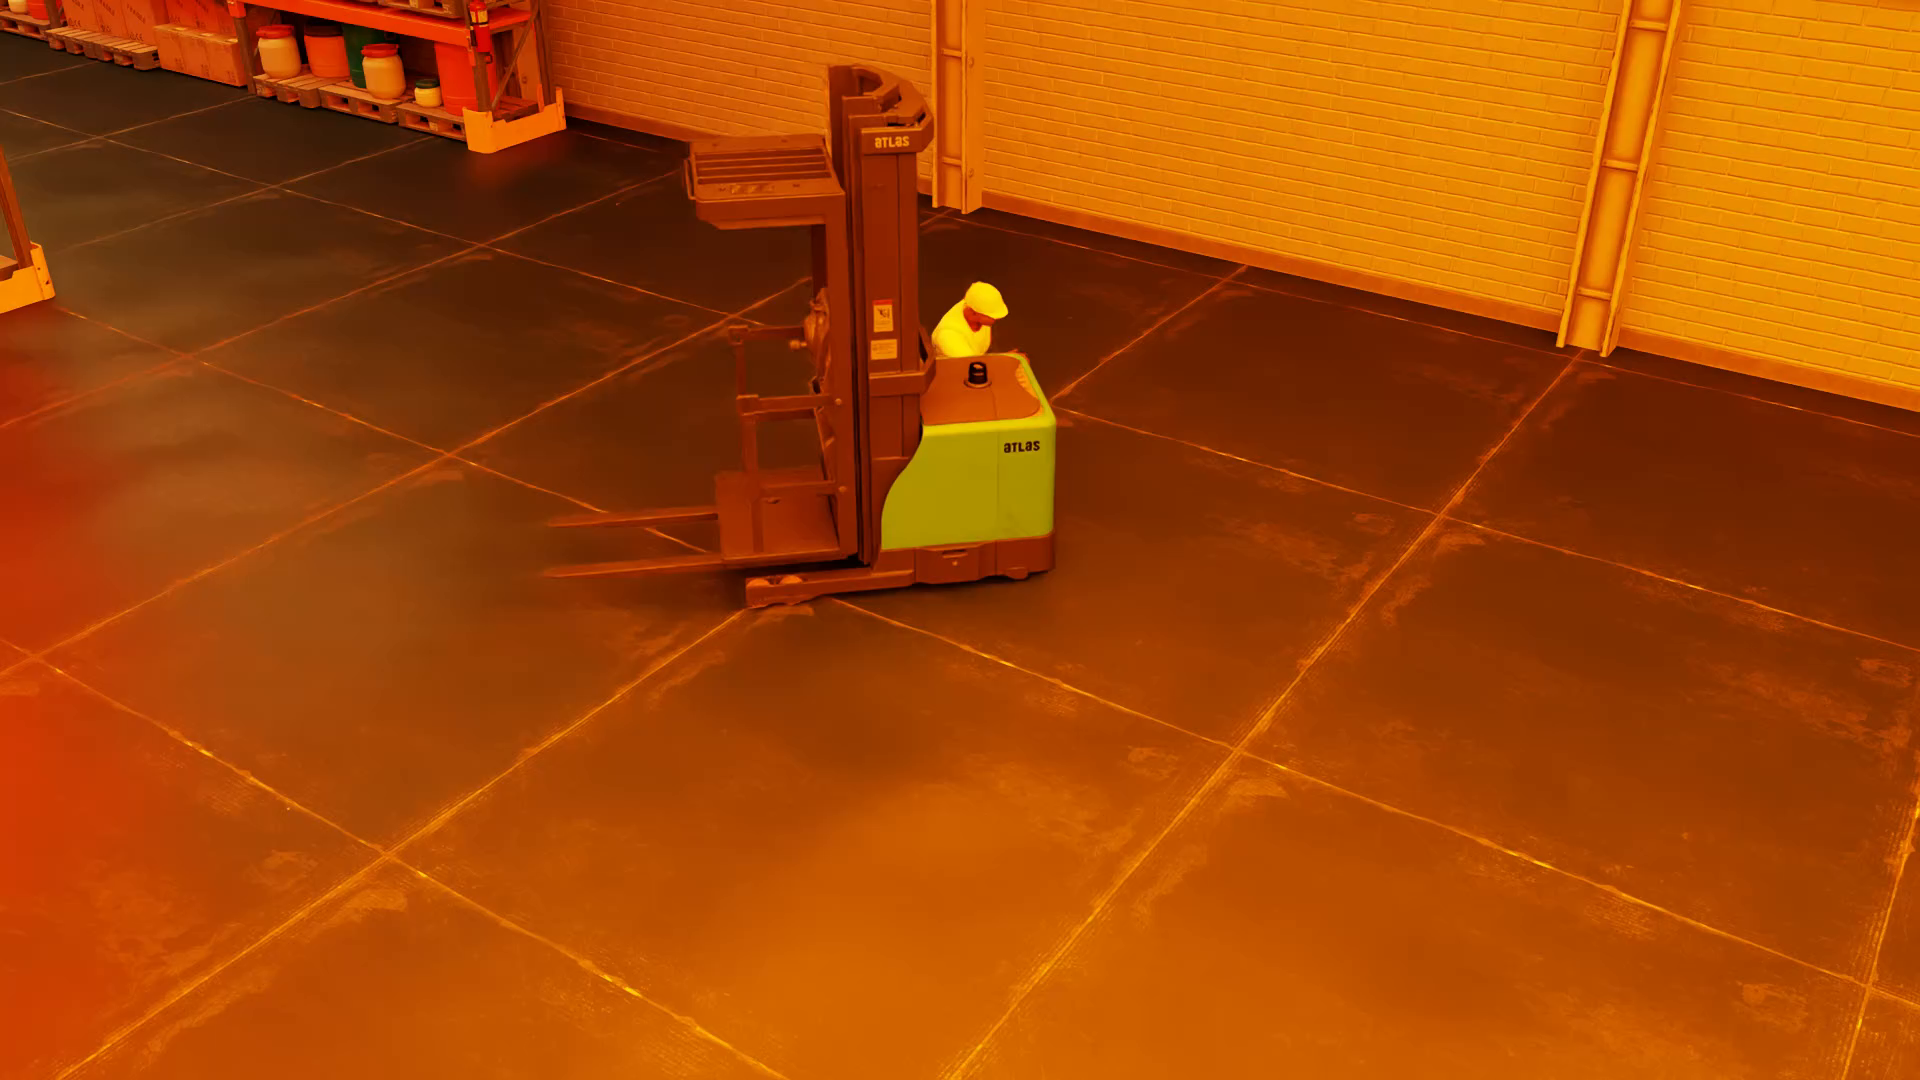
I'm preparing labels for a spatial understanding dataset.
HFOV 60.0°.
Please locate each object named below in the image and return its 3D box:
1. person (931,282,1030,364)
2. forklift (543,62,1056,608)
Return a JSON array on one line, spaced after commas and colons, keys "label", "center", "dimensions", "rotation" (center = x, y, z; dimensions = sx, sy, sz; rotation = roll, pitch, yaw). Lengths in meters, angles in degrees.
[{"label": "person", "center": [0.261, -1.037, 10.898], "dimensions": [0.949, 1.489, 1.100], "rotation": [17, 34, 27]}, {"label": "forklift", "center": [-0.993, -1.155, 9.570], "dimensions": [3.031, 2.935, 1.130], "rotation": [-5, 31, -8]}]
